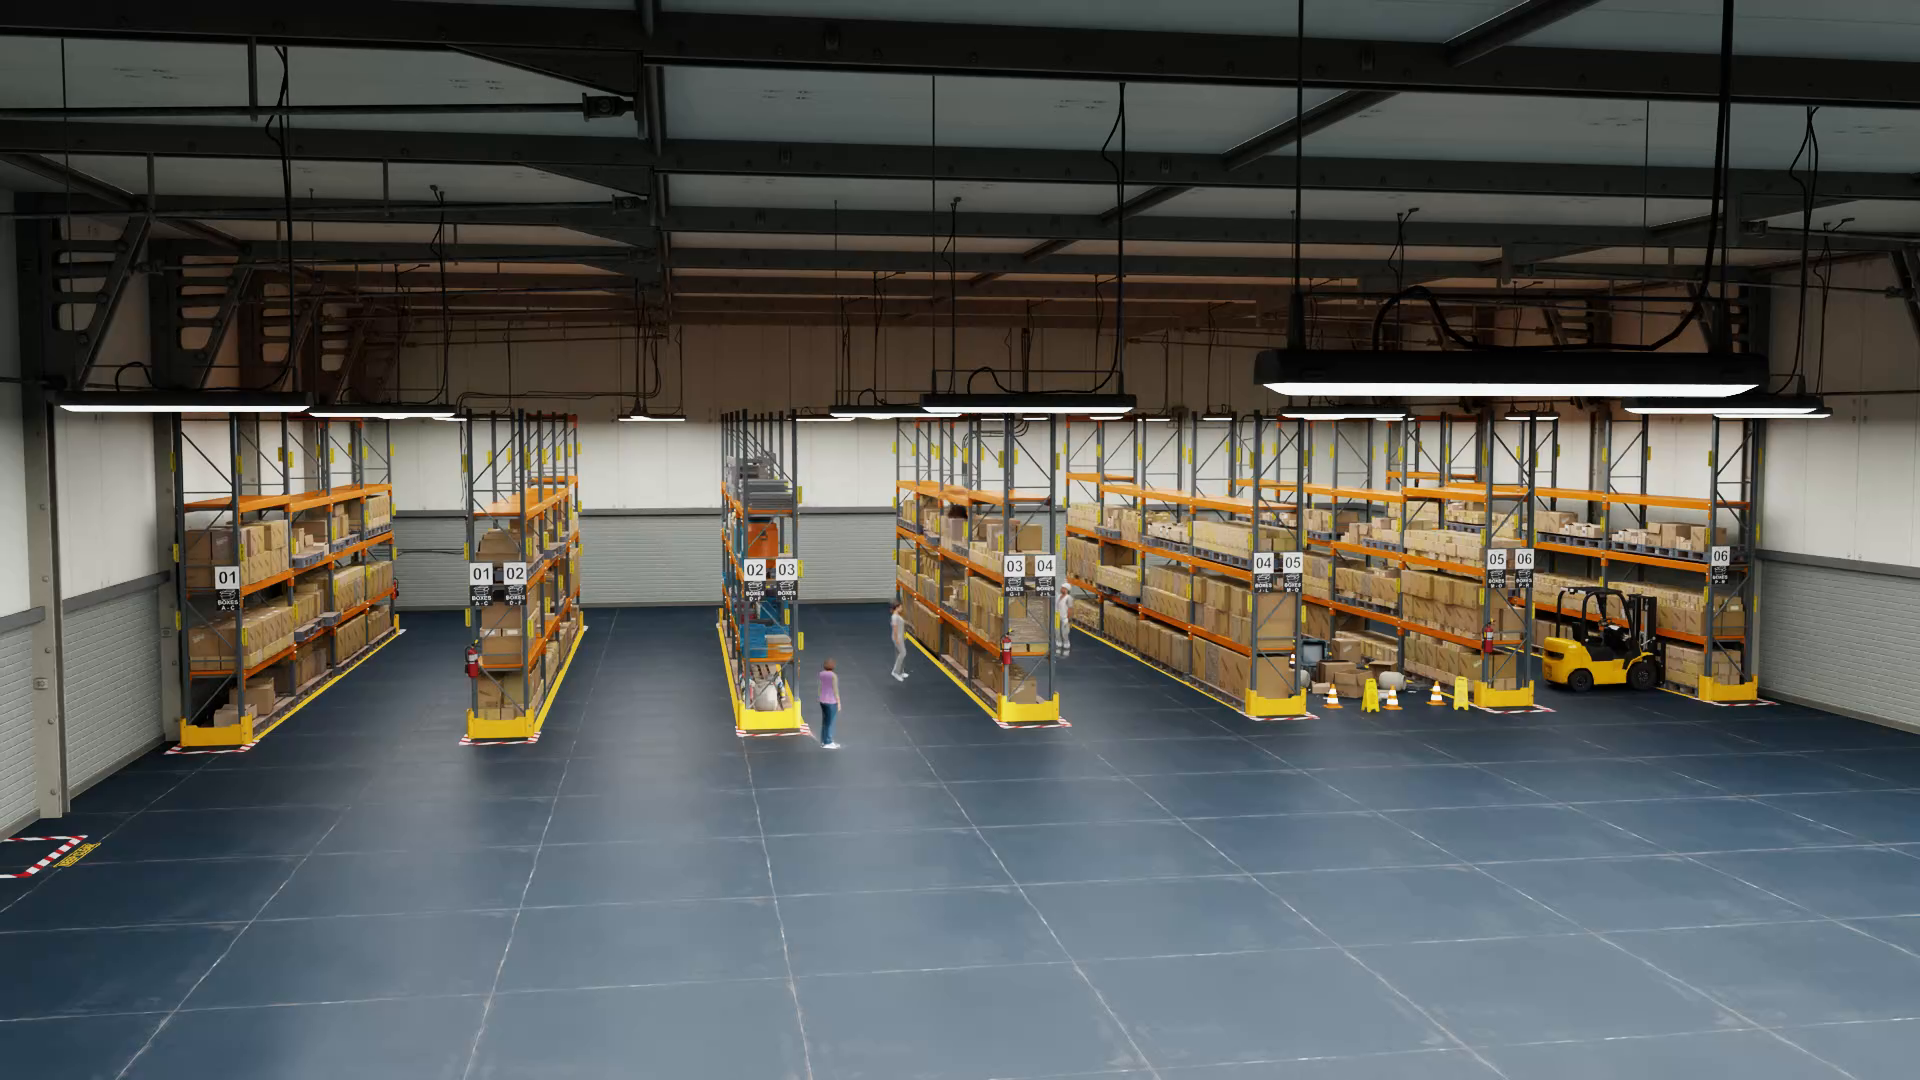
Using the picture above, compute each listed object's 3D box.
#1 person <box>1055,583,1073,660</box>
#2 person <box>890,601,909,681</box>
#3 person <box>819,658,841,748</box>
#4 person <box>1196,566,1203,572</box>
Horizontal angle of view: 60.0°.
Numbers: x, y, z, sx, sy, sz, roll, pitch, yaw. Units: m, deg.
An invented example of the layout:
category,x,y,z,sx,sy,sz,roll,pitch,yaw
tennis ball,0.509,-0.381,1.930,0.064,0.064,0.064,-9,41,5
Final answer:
category,x,y,z,sx,sy,sz,roll,pitch,yaw
person,2.399,1.911,39.404,0.608,1.800,0.440,3,5,39
person,-1.337,2.195,36.378,0.414,1.718,0.476,0,4,6
person,-2.299,2.882,29.416,0.375,1.604,0.478,-3,5,-35
person,7.375,1.223,51.987,1.024,1.741,0.643,-1,4,-17
